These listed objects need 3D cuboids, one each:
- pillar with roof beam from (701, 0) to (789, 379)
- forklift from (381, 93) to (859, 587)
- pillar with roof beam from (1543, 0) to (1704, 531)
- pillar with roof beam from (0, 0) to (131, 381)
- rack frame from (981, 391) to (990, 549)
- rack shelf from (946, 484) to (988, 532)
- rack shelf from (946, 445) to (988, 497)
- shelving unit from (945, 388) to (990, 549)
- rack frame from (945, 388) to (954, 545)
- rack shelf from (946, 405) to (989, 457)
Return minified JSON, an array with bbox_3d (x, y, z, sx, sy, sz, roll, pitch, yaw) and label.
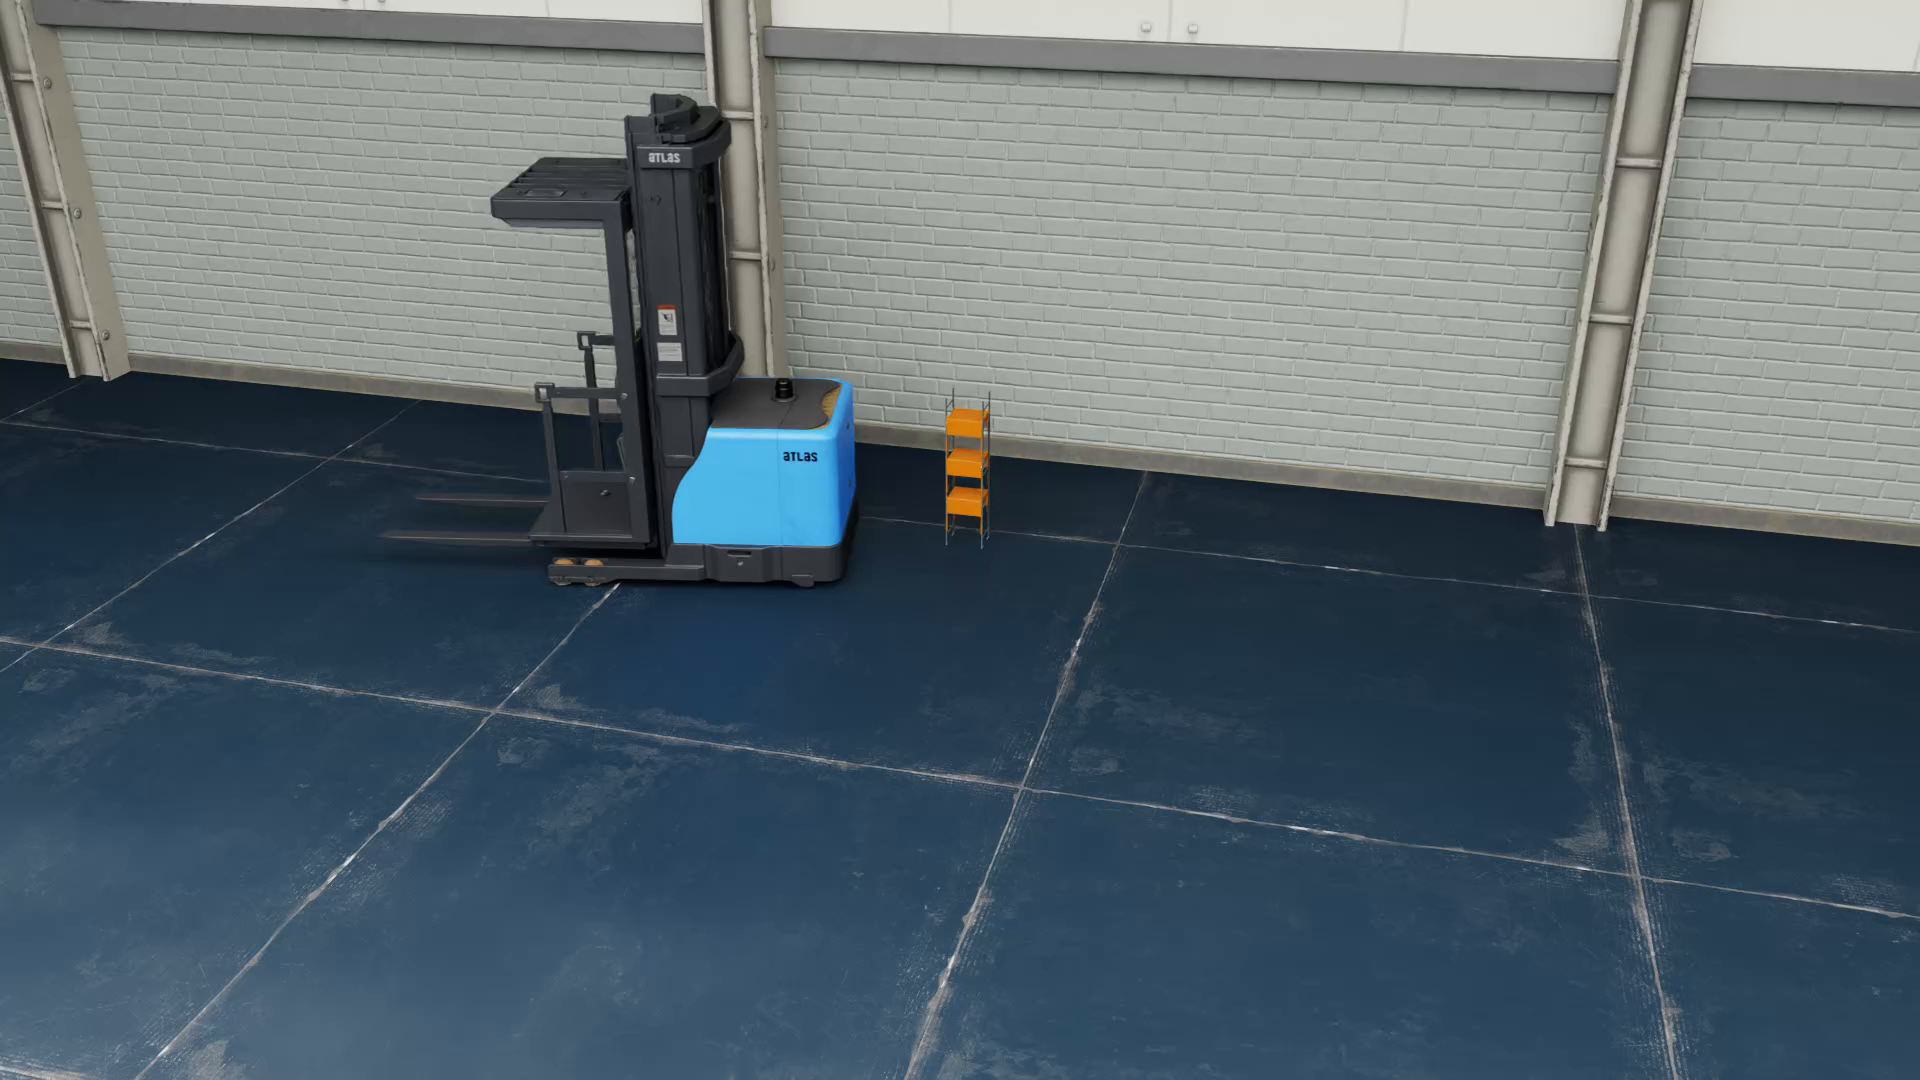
[{"bbox_3d":[-2.619,-3.057,7.202,0.400,9.000,9.100,6,26,13],"label":"pillar with roof beam"},{"bbox_3d":[-2.229,-1.253,10.472,3.031,2.935,1.130,1,25,3],"label":"forklift"},{"bbox_3d":[3.192,-2.415,5.853,0.400,9.000,9.100,6,26,13],"label":"pillar with roof beam"},{"bbox_3d":[-8.430,-3.699,8.551,0.400,9.000,9.100,6,26,13],"label":"pillar with roof beam"},{"bbox_3d":[0.170,-0.455,10.985,0.008,1.050,0.200,6,26,13],"label":"rack frame"},{"bbox_3d":[0.052,-0.208,11.136,0.240,0.259,0.215,6,26,13],"label":"rack shelf"},{"bbox_3d":[0.052,-0.459,11.017,0.240,0.259,0.215,6,26,13],"label":"rack shelf"},{"bbox_3d":[0.052,-0.468,11.012,0.252,1.050,0.215,6,26,13],"label":"shelving unit"},{"bbox_3d":[-0.066,-0.481,11.040,0.008,1.050,0.200,6,26,13],"label":"rack frame"},{"bbox_3d":[0.052,-0.715,10.895,0.240,0.259,0.215,6,26,13],"label":"rack shelf"}]
